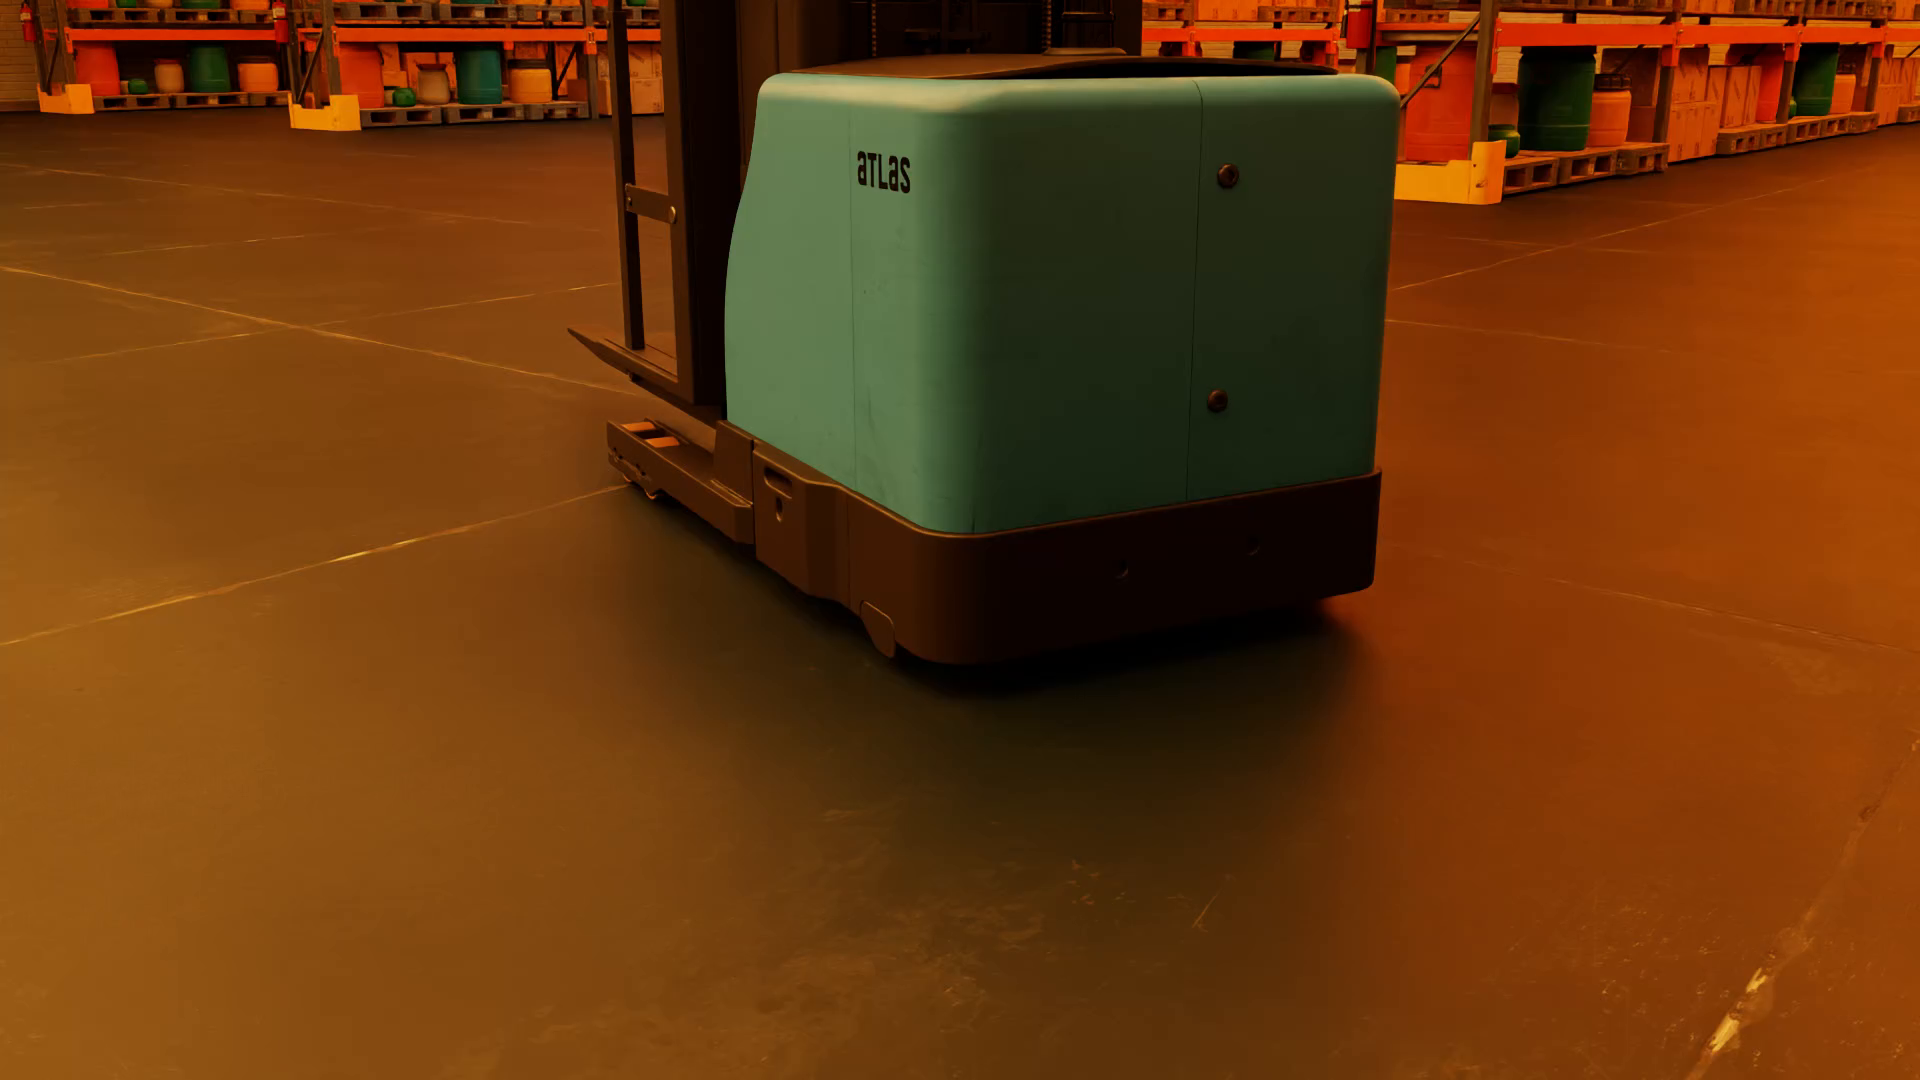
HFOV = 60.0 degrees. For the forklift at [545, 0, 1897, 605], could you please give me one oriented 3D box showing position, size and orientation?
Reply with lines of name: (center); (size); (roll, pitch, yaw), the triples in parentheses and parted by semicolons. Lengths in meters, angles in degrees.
forklift: (0.641, -1.440, 3.641); (3.031, 2.935, 1.130); (-2, 17, -7)
